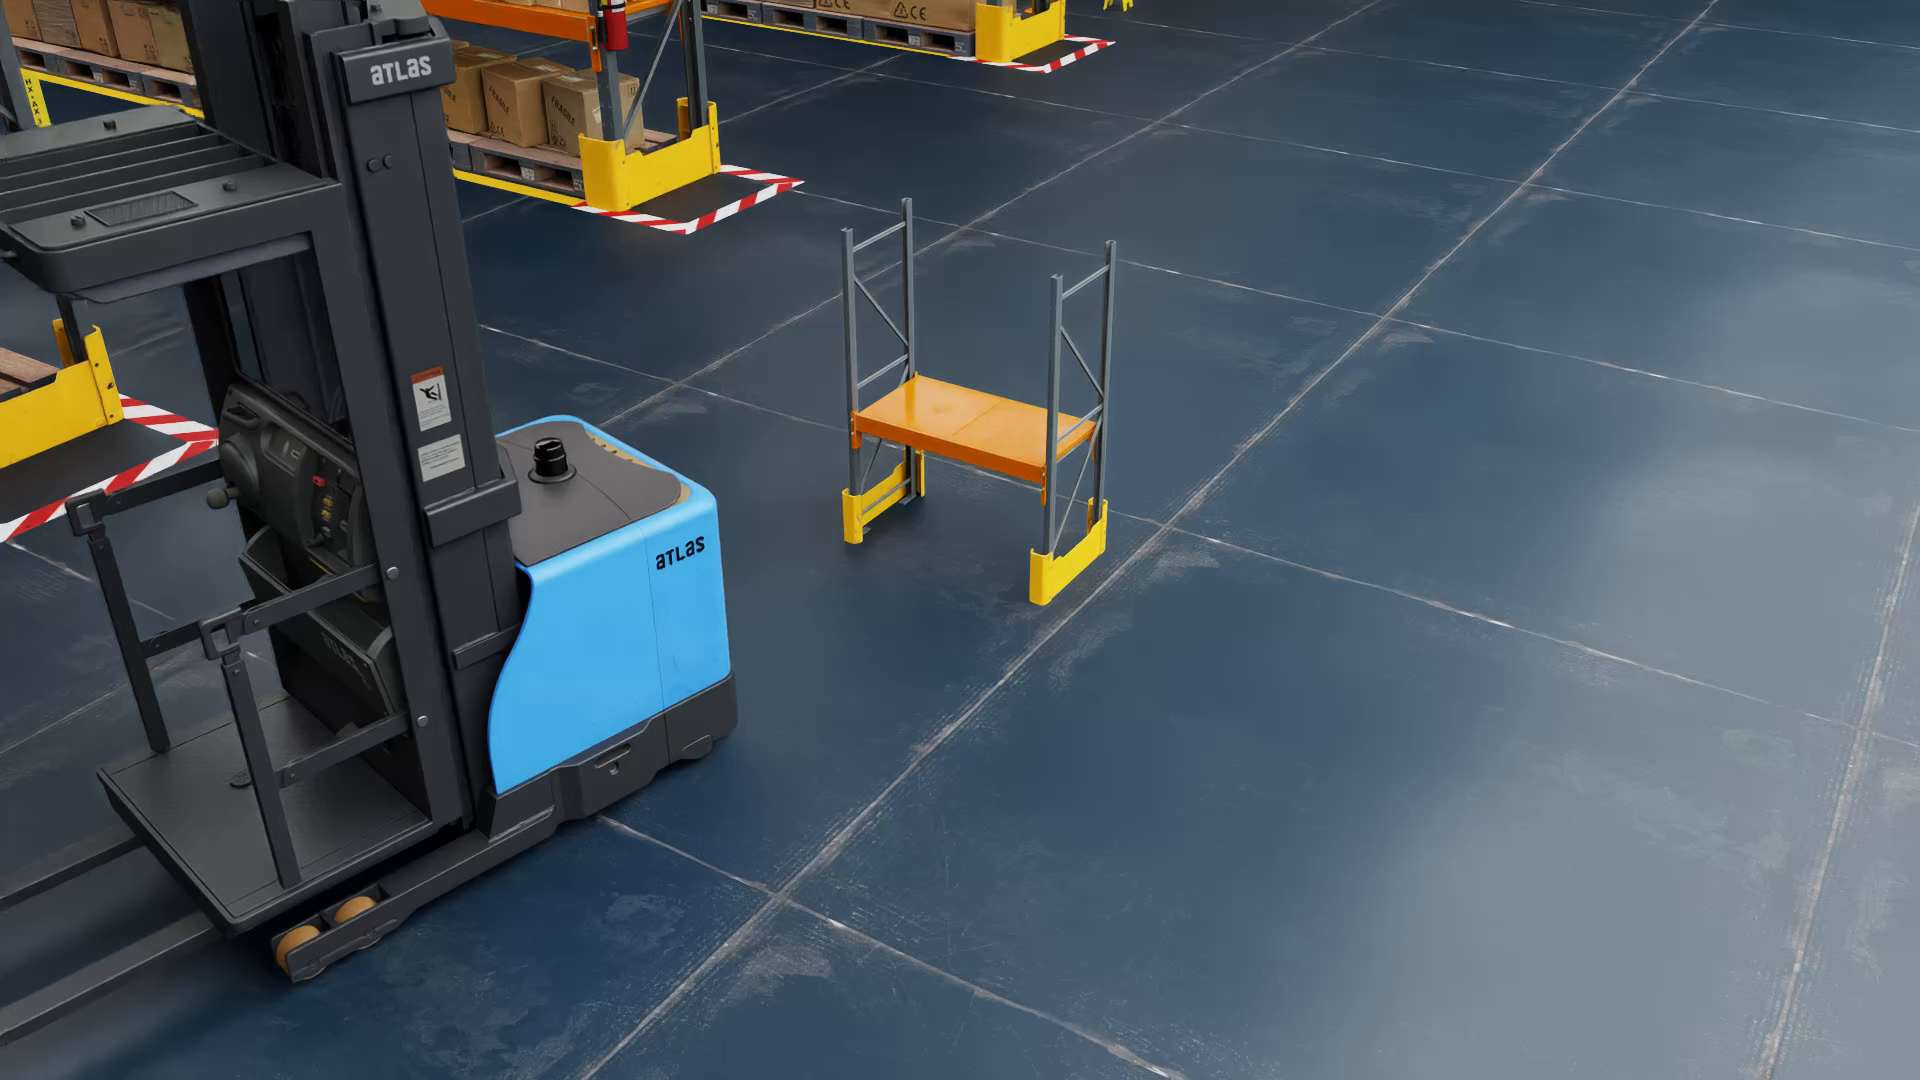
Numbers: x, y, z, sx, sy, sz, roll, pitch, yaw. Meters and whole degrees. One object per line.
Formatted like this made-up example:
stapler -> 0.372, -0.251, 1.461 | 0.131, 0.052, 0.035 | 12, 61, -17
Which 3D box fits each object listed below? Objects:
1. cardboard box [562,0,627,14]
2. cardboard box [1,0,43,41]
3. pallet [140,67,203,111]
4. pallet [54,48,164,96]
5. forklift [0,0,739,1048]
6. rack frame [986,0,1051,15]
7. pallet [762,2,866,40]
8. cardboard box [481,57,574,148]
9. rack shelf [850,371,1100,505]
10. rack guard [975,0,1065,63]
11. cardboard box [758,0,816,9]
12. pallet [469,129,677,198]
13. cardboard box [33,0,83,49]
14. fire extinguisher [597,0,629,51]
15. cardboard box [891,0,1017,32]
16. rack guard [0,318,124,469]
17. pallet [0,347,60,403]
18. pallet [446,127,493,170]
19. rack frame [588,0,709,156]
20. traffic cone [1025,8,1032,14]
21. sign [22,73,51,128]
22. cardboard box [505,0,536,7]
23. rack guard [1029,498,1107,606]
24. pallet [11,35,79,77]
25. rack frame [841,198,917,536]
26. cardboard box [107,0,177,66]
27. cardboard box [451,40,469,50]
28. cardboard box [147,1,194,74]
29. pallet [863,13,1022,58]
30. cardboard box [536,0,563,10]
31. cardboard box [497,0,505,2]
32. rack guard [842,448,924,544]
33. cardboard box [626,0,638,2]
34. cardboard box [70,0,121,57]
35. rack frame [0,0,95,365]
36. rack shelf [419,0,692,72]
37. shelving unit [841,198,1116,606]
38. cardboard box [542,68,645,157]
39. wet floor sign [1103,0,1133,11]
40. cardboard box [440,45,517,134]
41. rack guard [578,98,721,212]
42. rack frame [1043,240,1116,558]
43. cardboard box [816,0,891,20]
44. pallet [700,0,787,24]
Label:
cardboard box -> -2.519, -3.746, 11.443 | 0.250, 0.149, 0.380 | 18, 35, 27
cardboard box -> -8.366, -4.948, 15.299 | 0.500, 0.500, 0.700 | 16, 34, 25
pallet -> -6.216, -3.941, 14.296 | 1.213, 0.211, 1.003 | 18, 35, 27
pallet -> -7.254, -4.267, 14.855 | 1.213, 0.211, 1.003 | 18, 35, 27
forklift -> -2.252, -0.152, 5.103 | 3.031, 2.935, 1.130 | -27, 39, -38
rack frame -> 0.554, -5.956, 14.982 | 0.127, 3.000, 1.000 | 18, 35, 27
pallet -> -1.194, -5.259, 16.555 | 1.213, 0.211, 1.003 | 18, 35, 27
cardboard box -> -3.213, -3.287, 12.472 | 0.500, 0.500, 0.500 | -25, 38, -36
rack shelf -> 0.072, -0.470, 7.424 | 1.000, 0.185, 0.538 | 18, 35, 27
rack guard -> 0.574, -4.869, 15.601 | 0.348, 0.500, 1.175 | 18, 35, 27
cardboard box -> -1.573, -5.853, 16.497 | 0.875, 0.875, 0.875 | 18, 35, 28
pallet -> -2.902, -2.914, 12.536 | 1.213, 0.211, 1.003 | 18, 35, 27
cardboard box -> -7.889, -4.805, 15.054 | 0.500, 0.500, 0.700 | 15, 33, 23
fire extinguisher -> -2.316, -3.605, 11.029 | 0.183, 0.674, 0.296 | 18, 35, 27
cardboard box -> -0.055, -5.373, 15.674 | 0.875, 0.875, 0.875 | 18, 35, 28
rack guard -> -4.891, -0.672, 8.406 | 0.348, 0.500, 1.175 | 18, 35, 27
pallet -> -5.576, -0.768, 8.856 | 1.213, 0.211, 1.003 | 18, 35, 27
pallet -> -3.931, -3.242, 13.097 | 1.213, 0.211, 1.003 | 18, 35, 27
rack frame -> -2.168, -3.866, 11.400 | 0.127, 3.000, 1.000 | 18, 35, 27
traffic cone -> 0.859, -5.608, 16.904 | 0.334, 0.463, 0.336 | 18, 35, 27
sign -> -4.505, -2.105, 8.107 | 0.005, 0.325, 0.100 | 18, 35, 27
cardboard box -> -2.970, -3.858, 11.635 | 0.250, 0.149, 0.380 | 18, 35, 27
rack guard -> 0.486, 0.046, 7.423 | 0.087, 0.250, 0.587 | 18, 35, 27
pallet -> -8.283, -4.594, 15.416 | 1.213, 0.211, 1.003 | 18, 35, 27
rack frame -> -0.358, -0.761, 7.566 | 0.032, 1.500, 0.500 | 18, 35, 27
cardboard box -> -6.933, -4.507, 14.543 | 0.500, 0.500, 0.700 | 14, 33, 23
cardboard box -> -4.182, -3.632, 13.062 | 0.500, 0.500, 0.500 | 14, 33, 23
cardboard box -> -6.459, -4.357, 14.286 | 0.500, 0.500, 0.700 | 17, 34, 27
pallet -> -0.165, -4.932, 15.994 | 1.213, 0.211, 1.003 | 18, 35, 27
cardboard box -> -2.731, -3.813, 11.558 | 0.250, 0.149, 0.380 | 18, 35, 27
cardboard box -> -3.174, -3.931, 11.761 | 0.250, 0.149, 0.380 | 18, 35, 27
rack guard -> -0.357, -0.221, 7.881 | 0.087, 0.250, 0.587 | 18, 35, 27
cardboard box -> -2.283, -3.935, 11.768 | 0.250, 0.149, 0.380 | 18, 35, 27
cardboard box -> -7.406, -4.656, 14.799 | 0.500, 0.500, 0.700 | 21, 36, 31
rack frame -> -4.801, -1.752, 7.776 | 0.127, 3.000, 1.000 | 18, 35, 27
rack shelf -> -3.862, -4.091, 12.499 | 4.000, 0.370, 1.077 | 18, 35, 27
shelving unit -> 0.065, -0.627, 7.337 | 1.083, 1.500, 0.587 | 18, 35, 27
cardboard box -> -2.688, -3.142, 12.223 | 0.500, 0.500, 0.500 | 25, 39, 36
wet floor sign -> 1.631, -5.776, 17.010 | 0.232, 0.644, 0.267 | 12, 32, 19
cardboard box -> -3.733, -3.463, 12.773 | 0.500, 0.500, 0.500 | 21, 36, 32
rack guard -> -2.233, -2.806, 12.064 | 0.348, 0.500, 1.175 | 18, 35, 27
rack frame -> 0.503, -0.489, 7.099 | 0.032, 1.500, 0.500 | 18, 35, 27
cardboard box -> -0.802, -5.608, 16.077 | 0.875, 0.875, 0.875 | 17, 34, 27
pallet -> -2.231, -5.586, 17.115 | 1.213, 0.211, 1.003 | 18, 35, 27
